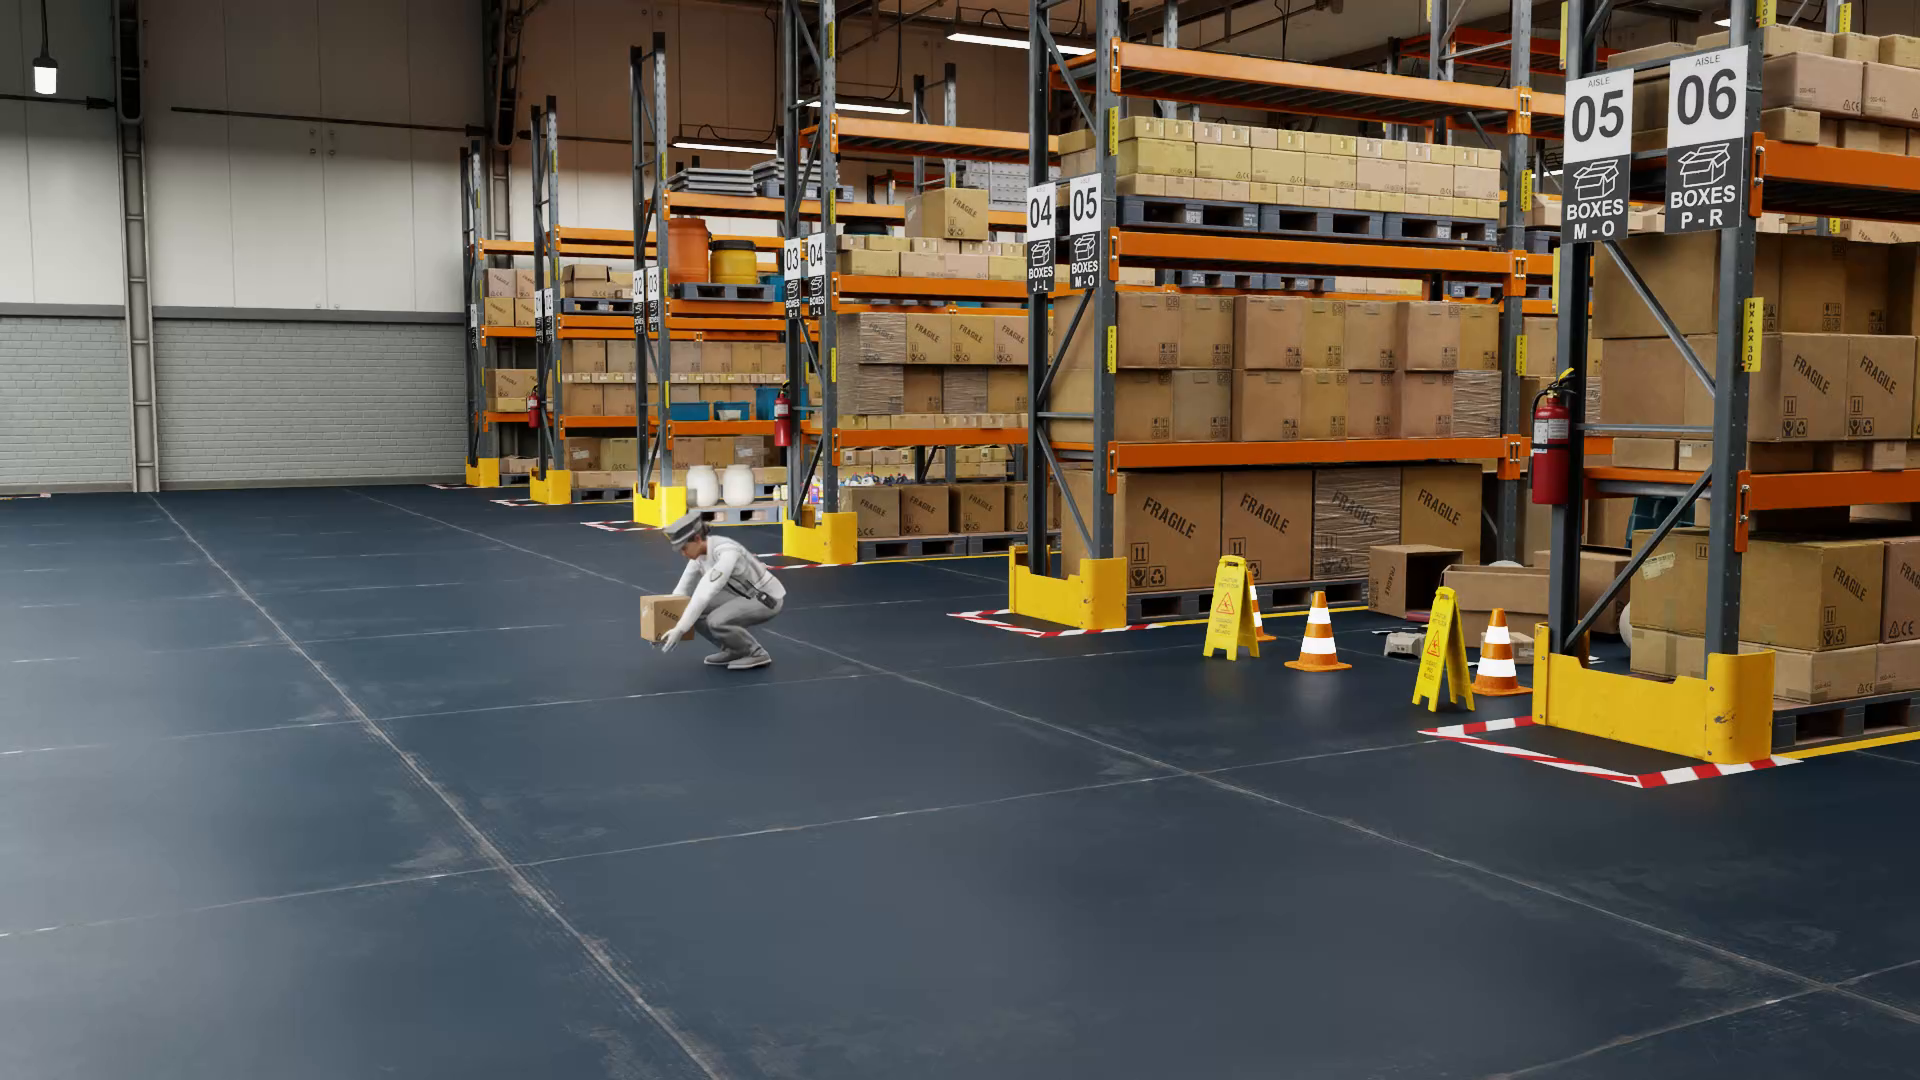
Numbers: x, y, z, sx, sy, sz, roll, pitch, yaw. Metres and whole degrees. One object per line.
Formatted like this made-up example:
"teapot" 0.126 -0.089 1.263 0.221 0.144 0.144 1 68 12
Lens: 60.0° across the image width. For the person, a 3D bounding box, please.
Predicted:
"person" -1.472 0.305 10.139 0.836 0.971 0.467 -3 6 -30
